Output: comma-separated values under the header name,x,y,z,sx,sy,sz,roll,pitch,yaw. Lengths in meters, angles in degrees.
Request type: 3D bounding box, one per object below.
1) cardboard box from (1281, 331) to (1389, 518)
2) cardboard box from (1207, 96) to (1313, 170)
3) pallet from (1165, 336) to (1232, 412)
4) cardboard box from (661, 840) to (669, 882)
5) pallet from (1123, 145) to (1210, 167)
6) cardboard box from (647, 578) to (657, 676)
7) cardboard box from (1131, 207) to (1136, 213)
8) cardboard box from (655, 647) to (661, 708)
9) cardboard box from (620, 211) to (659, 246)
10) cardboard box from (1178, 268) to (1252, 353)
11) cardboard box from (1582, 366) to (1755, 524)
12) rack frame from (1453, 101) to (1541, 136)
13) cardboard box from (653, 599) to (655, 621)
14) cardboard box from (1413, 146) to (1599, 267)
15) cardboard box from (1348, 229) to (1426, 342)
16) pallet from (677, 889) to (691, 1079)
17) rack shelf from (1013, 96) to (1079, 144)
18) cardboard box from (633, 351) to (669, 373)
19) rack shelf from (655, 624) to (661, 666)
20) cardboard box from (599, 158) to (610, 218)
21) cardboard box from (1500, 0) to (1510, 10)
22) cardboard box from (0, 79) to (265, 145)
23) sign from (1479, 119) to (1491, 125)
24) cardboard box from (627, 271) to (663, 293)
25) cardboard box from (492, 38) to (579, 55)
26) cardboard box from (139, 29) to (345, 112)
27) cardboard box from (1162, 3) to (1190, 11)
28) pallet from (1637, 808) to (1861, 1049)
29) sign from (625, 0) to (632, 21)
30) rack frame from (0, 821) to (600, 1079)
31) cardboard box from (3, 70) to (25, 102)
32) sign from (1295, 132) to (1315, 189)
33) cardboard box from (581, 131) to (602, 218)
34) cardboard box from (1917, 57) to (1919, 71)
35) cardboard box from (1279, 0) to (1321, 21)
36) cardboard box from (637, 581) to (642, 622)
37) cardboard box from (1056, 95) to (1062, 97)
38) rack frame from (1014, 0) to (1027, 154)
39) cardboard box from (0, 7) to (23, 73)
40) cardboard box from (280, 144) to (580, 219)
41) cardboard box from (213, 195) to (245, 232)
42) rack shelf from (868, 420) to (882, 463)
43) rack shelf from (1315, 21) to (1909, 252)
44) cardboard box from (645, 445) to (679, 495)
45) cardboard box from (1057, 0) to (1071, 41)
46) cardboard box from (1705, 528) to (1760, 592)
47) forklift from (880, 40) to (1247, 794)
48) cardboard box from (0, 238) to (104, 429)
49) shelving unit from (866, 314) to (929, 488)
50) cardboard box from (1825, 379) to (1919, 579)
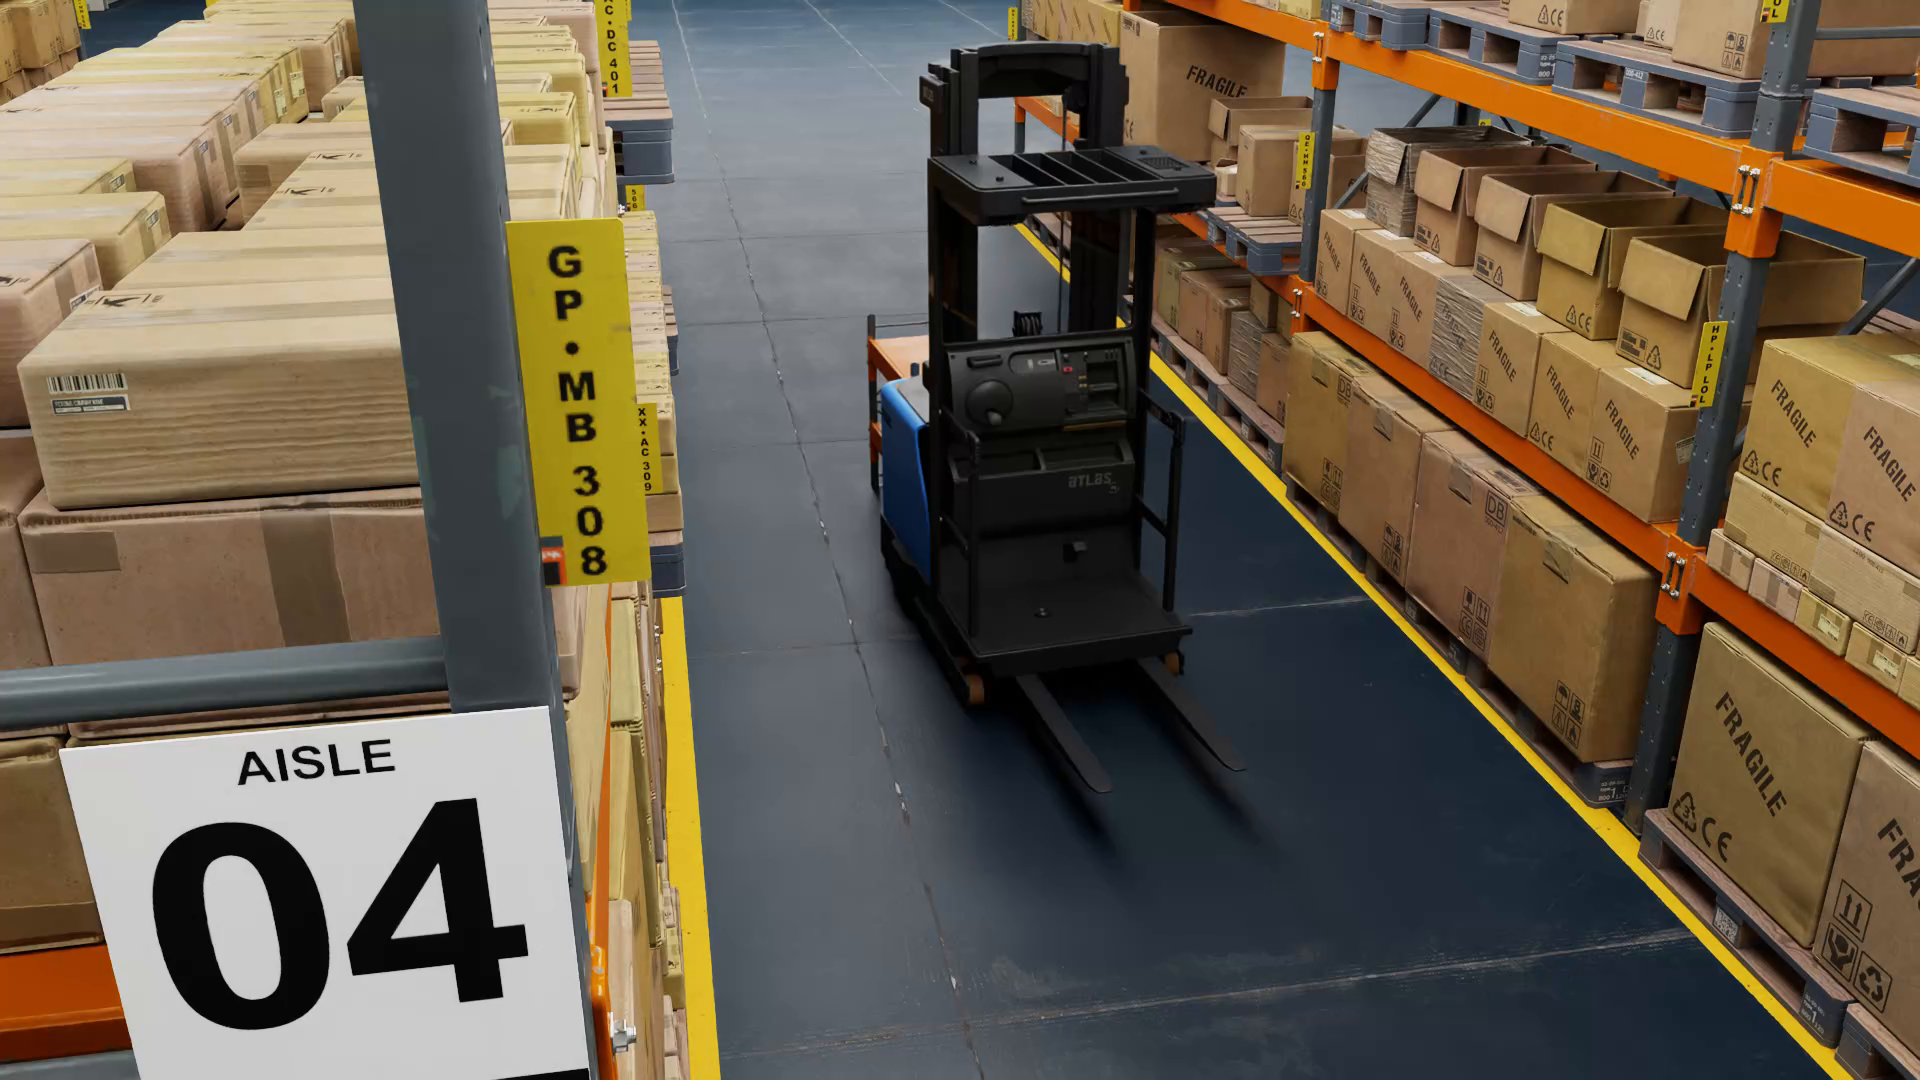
name,x,y,z,sx,sy,sz,roll,pitch,yaw
cardboard box,2.663,-0.715,9.769,1.225,0.875,0.875,-5,24,-12
cardboard box,2.227,-2.907,12.005,0.797,0.503,0.637,-2,24,-4
pallet,2.190,-1.278,12.412,1.003,0.211,1.213,-4,24,-10
cardboard box,-1.227,1.209,5.899,0.380,0.149,0.250,-4,24,-9
pallet,1.814,-2.943,12.981,1.003,0.211,1.213,-4,24,-10
cardboard box,-1.231,0.119,5.234,0.500,0.500,0.500,-4,24,-10
cardboard box,1.668,-2.775,14.954,0.500,0.500,0.500,3,24,7
cardboard box,-1.160,0.435,5.321,0.380,0.149,0.250,-5,24,-11
cardboard box,-1.797,-1.633,8.787,0.380,0.149,0.250,-5,24,-12
cardboard box,2.082,-1.747,12.575,0.700,0.500,0.500,-6,24,-14
cardboard box,2.940,-0.406,6.806,0.500,0.500,0.500,-4,24,-10
rack frame,5.944,-5.283,18.097,1.000,3.000,0.127,-4,24,-10
cardboard box,-1.576,0.221,7.157,0.500,0.250,0.500,-4,24,-8
cardboard box,2.792,-1.730,8.584,0.797,0.503,0.637,-4,24,-9
cardboard box,2.475,-1.401,9.085,0.500,0.500,0.500,-5,24,-11
pallet,-1.439,1.671,5.661,1.003,0.211,1.213,-4,24,-10
rack shelf,1.446,-3.800,15.601,1.077,0.370,4.000,-4,24,-10
cardboard box,-1.321,-0.618,6.463,0.380,0.149,0.250,-4,24,-9
rack shelf,-1.968,-0.326,7.647,1.077,0.370,4.000,-4,24,-10
cardboard box,-1.161,-0.804,4.283,0.500,0.250,0.500,-4,24,-10
cardboard box,2.985,-2.815,8.049,0.500,0.500,0.500,-3,24,-7
cardboard box,-1.472,-0.729,2.988,0.380,0.149,0.250,-5,24,-11
sign,3.100,-2.342,9.919,0.100,0.325,0.005,-4,24,-10
cardboard box,-1.560,-1.124,7.622,0.380,0.149,0.250,-3,24,-7
cardboard box,-1.007,-0.977,3.555,0.380,0.149,0.250,-4,24,-10
cardboard box,-1.591,-1.044,3.710,0.380,0.149,0.250,-5,24,-11
cardboard box,1.982,-4.179,13.824,0.500,0.500,0.500,-4,24,-10
pallet,3.359,1.387,6.311,1.003,0.211,1.213,-4,24,-10
sign,-3.281,-5.263,16.309,0.100,0.325,0.005,-4,24,-10
rack frame,-0.858,1.705,2.099,1.000,3.000,0.127,-4,24,-10
cardboard box,-8.040,-3.576,13.695,0.500,0.500,0.500,-4,24,-9
sign,2.024,-2.220,9.737,0.100,0.325,0.005,-4,24,-10
cardboard box,-0.958,-0.626,3.250,0.500,0.250,0.500,-5,24,-12
cardboard box,10.886,-5.509,18.491,0.700,0.500,0.500,-4,24,-10
cardboard box,2.226,-3.244,9.870,0.500,0.250,0.500,-4,24,-10
cardboard box,-1.064,0.061,4.116,0.500,0.500,0.500,-4,24,-8
cardboard box,1.132,-4.180,15.887,0.380,0.149,0.250,-4,24,-10
rack frame,1.076,-4.916,17.258,1.000,3.000,0.127,-4,24,-10
cardboard box,-8.117,-4.039,13.504,0.700,0.500,0.500,-4,24,-10
cardboard box,-0.747,-0.467,2.387,0.380,0.149,0.250,-4,24,-9
cardboard box,-1.382,-0.395,2.722,0.500,0.250,0.500,-4,24,-9
rack shelf,-0.175,-0.456,10.000,0.538,0.278,1.000,-7,24,-15
rack shelf,2.925,-2.028,7.796,1.077,0.370,4.000,-4,24,-10
cardboard box,-1.219,-0.271,6.041,0.380,0.149,0.250,-4,24,-9
cardboard box,1.188,-4.730,15.086,0.500,0.500,0.500,-4,24,-10
cardboard box,3.023,0.060,6.178,0.380,0.149,0.250,-4,24,-10
forklift,0.460,-0.721,7.738,1.130,2.935,3.031,-7,24,-15
cardboard box,-1.179,-0.225,1.833,0.380,0.149,0.250,-4,24,-9
shelving unit,-0.175,-0.680,9.903,0.538,1.125,1.048,-7,24,-15
cardboard box,3.216,-0.206,5.352,0.500,0.500,0.500,-4,24,-10
